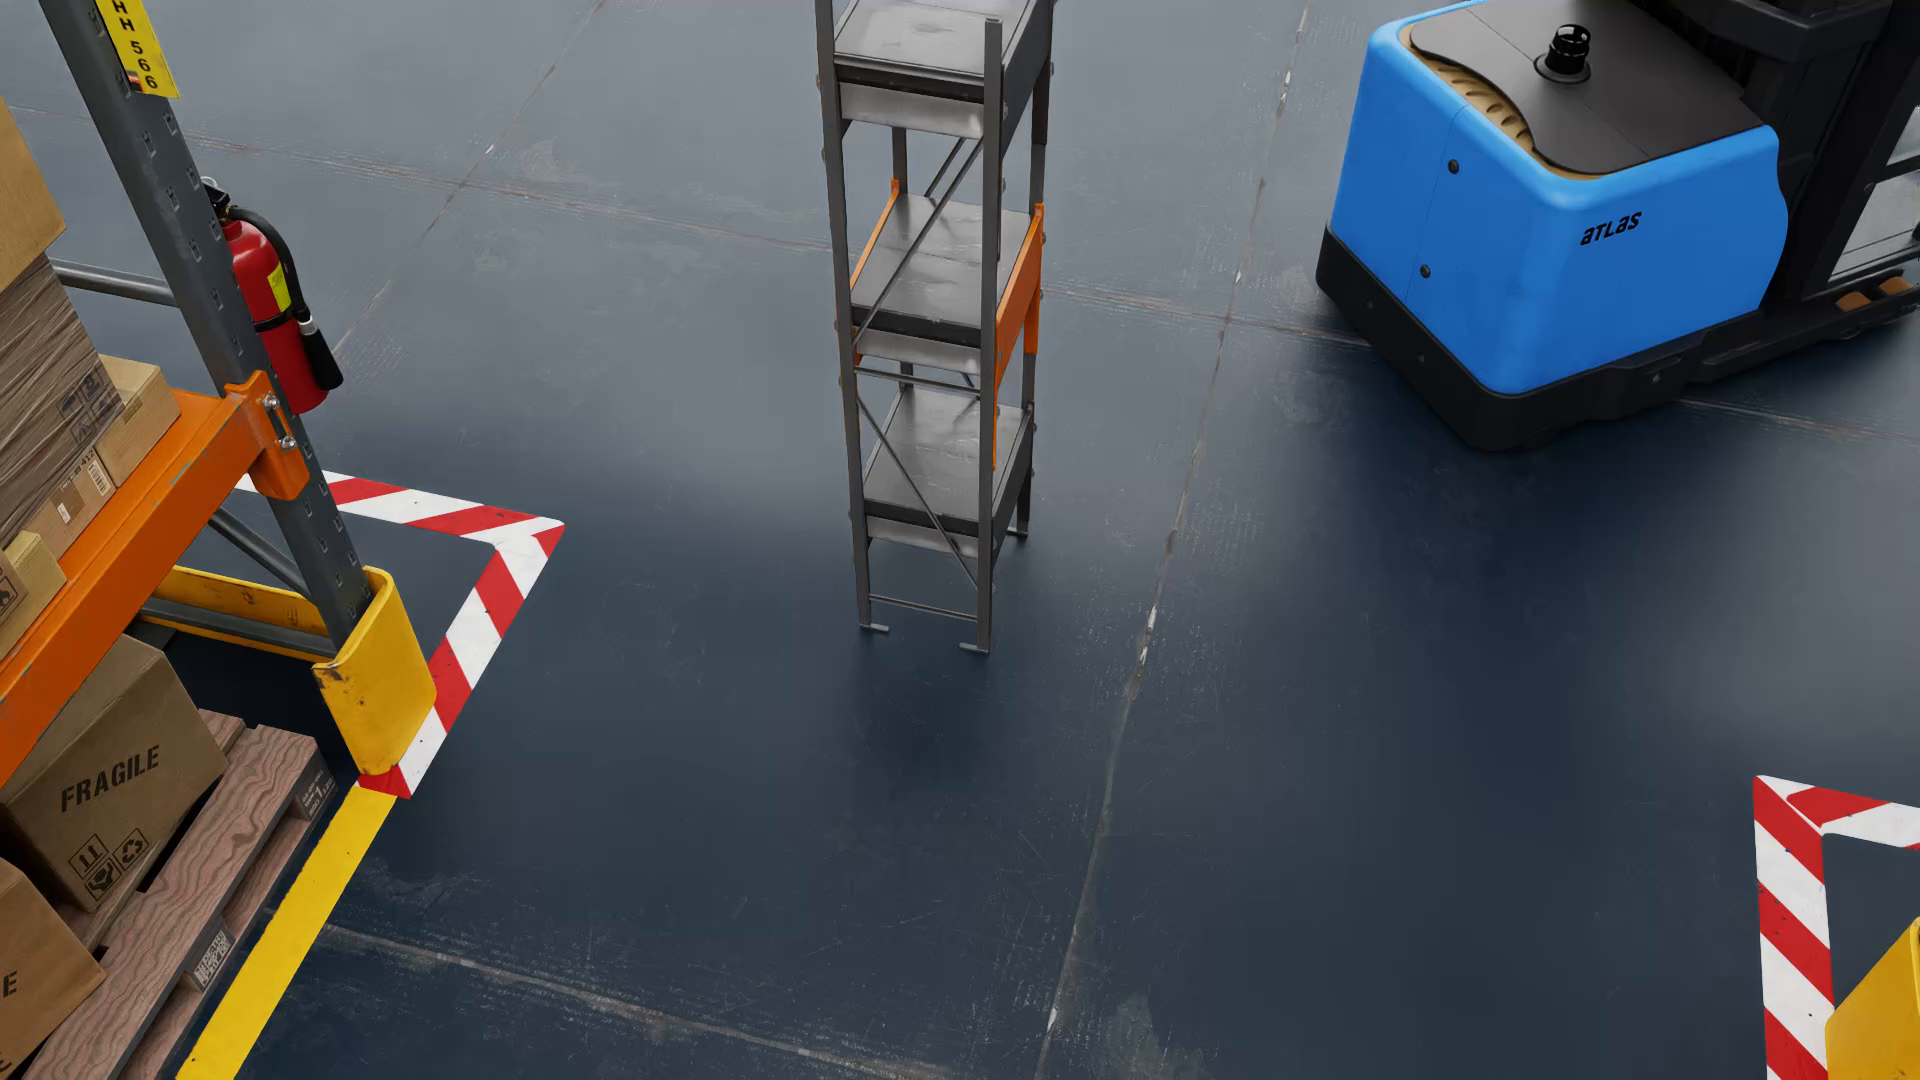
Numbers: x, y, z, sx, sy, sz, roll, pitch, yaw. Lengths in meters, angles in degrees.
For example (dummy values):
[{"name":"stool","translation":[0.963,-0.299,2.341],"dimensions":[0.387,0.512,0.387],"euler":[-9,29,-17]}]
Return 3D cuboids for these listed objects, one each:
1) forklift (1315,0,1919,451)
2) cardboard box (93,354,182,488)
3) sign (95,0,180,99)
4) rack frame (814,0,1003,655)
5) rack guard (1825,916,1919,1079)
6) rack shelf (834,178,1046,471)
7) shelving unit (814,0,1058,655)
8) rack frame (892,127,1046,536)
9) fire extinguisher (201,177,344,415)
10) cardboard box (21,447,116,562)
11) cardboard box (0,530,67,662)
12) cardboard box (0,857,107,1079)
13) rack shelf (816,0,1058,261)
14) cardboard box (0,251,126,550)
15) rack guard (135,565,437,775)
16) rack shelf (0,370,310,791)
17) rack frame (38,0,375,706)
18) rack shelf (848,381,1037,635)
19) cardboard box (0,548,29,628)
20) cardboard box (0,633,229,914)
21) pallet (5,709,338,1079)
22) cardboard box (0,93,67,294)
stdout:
[{"name":"forklift","translation":[2.837,-2.019,5.077],"dimensions":[3.031,2.935,1.130],"euler":[-19,51,-16]},{"name":"cardboard box","translation":[-1.975,-0.285,3.668],"dimensions":[0.380,0.149,0.250],"euler":[12,50,10]},{"name":"sign","translation":[-1.569,-0.979,3.130],"dimensions":[0.100,0.325,0.005],"euler":[12,50,10]},{"name":"rack frame","translation":[-0.108,-0.399,4.201],"dimensions":[0.400,2.100,0.015],"euler":[12,50,10]},{"name":"rack guard","translation":[2.704,1.254,3.810],"dimensions":[1.175,0.500,0.348],"euler":[12,50,10]},{"name":"rack shelf","translation":[-0.044,-0.566,4.367],"dimensions":[0.431,0.518,0.480],"euler":[12,50,10]},{"name":"shelving unit","translation":[-0.044,-0.575,4.357],"dimensions":[0.431,2.100,0.503],"euler":[12,50,10]},{"name":"rack frame","translation":[0.021,-0.752,4.513],"dimensions":[0.400,2.100,0.015],"euler":[12,50,10]},{"name":"fire extinguisher","translation":[-1.625,-0.581,3.814],"dimensions":[0.296,0.674,0.183],"euler":[12,50,10]},{"name":"cardboard box","translation":[-2.042,-0.104,3.509],"dimensions":[0.380,0.149,0.250],"euler":[12,50,10]},{"name":"cardboard box","translation":[-2.058,0.087,3.340],"dimensions":[0.380,0.149,0.250],"euler":[12,50,10]},{"name":"cardboard box","translation":[-2.404,0.961,3.788],"dimensions":[0.500,0.500,0.500],"euler":[24,53,20]},{"name":"rack shelf","translation":[-0.044,-1.029,3.842],"dimensions":[0.431,0.518,0.480],"euler":[12,50,10]},{"name":"cardboard box","translation":[-2.271,-0.354,3.297],"dimensions":[0.875,0.500,0.500],"euler":[12,50,10]},{"name":"rack guard","translation":[-2.119,0.267,4.681],"dimensions":[1.175,0.500,0.348],"euler":[12,50,10]},{"name":"rack shelf","translation":[-2.626,1.070,2.785],"dimensions":[1.077,0.370,4.000],"euler":[12,50,10]},{"name":"rack frame","translation":[-2.099,-0.615,3.792],"dimensions":[1.000,3.000,0.127],"euler":[12,50,10]},{"name":"rack shelf","translation":[-0.044,-0.103,4.892],"dimensions":[0.431,0.518,0.480],"euler":[12,50,10]},{"name":"cardboard box","translation":[-2.286,0.031,2.957],"dimensions":[0.875,0.500,0.500],"euler":[12,50,10]},{"name":"cardboard box","translation":[-2.280,0.522,4.176],"dimensions":[0.500,0.500,0.500],"euler":[20,52,17]},{"name":"pallet","translation":[-2.367,0.943,4.277],"dimensions":[1.003,0.211,1.213],"euler":[12,50,10]},{"name":"cardboard box","translation":[-2.006,-0.631,2.874],"dimensions":[0.500,0.500,0.500],"euler":[12,50,10]}]
